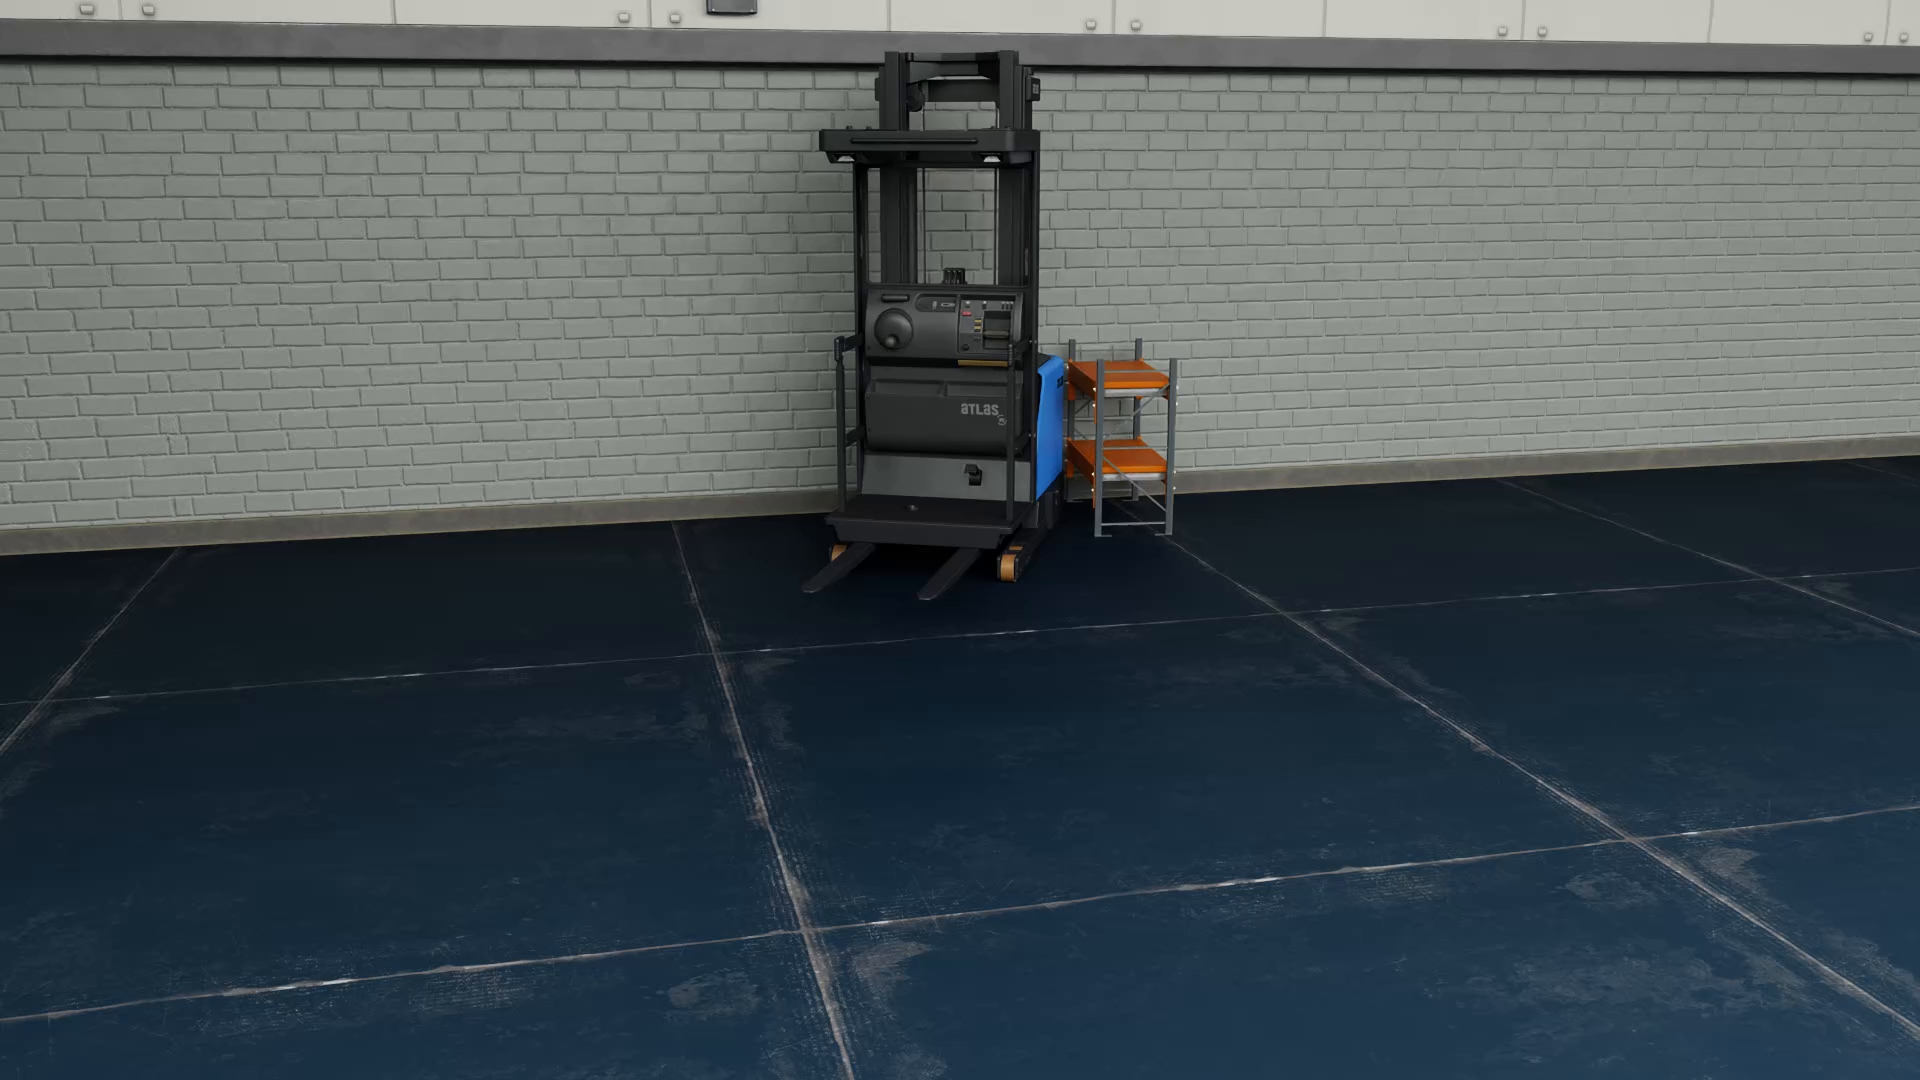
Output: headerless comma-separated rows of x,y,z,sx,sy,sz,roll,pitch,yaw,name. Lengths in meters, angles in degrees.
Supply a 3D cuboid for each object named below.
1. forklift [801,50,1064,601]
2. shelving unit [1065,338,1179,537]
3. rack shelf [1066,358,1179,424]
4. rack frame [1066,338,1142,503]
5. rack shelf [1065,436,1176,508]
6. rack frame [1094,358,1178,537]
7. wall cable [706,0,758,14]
-0.139,-1.280,9.489,1.130,2.935,3.031,3,14,13,forklift
1.042,-0.695,10.903,0.538,1.125,1.048,-1,14,-6,shelving unit
1.042,-0.980,10.834,0.538,0.278,1.000,-1,14,-6,rack shelf
0.987,-0.815,11.394,0.500,1.125,0.032,-1,14,-6,rack frame
1.042,-0.458,10.961,0.538,0.278,1.000,-1,14,-6,rack shelf
1.097,-0.575,10.412,0.500,1.125,0.032,-1,14,-6,rack frame
-0.433,-6.226,9.783,2.305,6.003,0.169,-3,14,-13,wall cable
